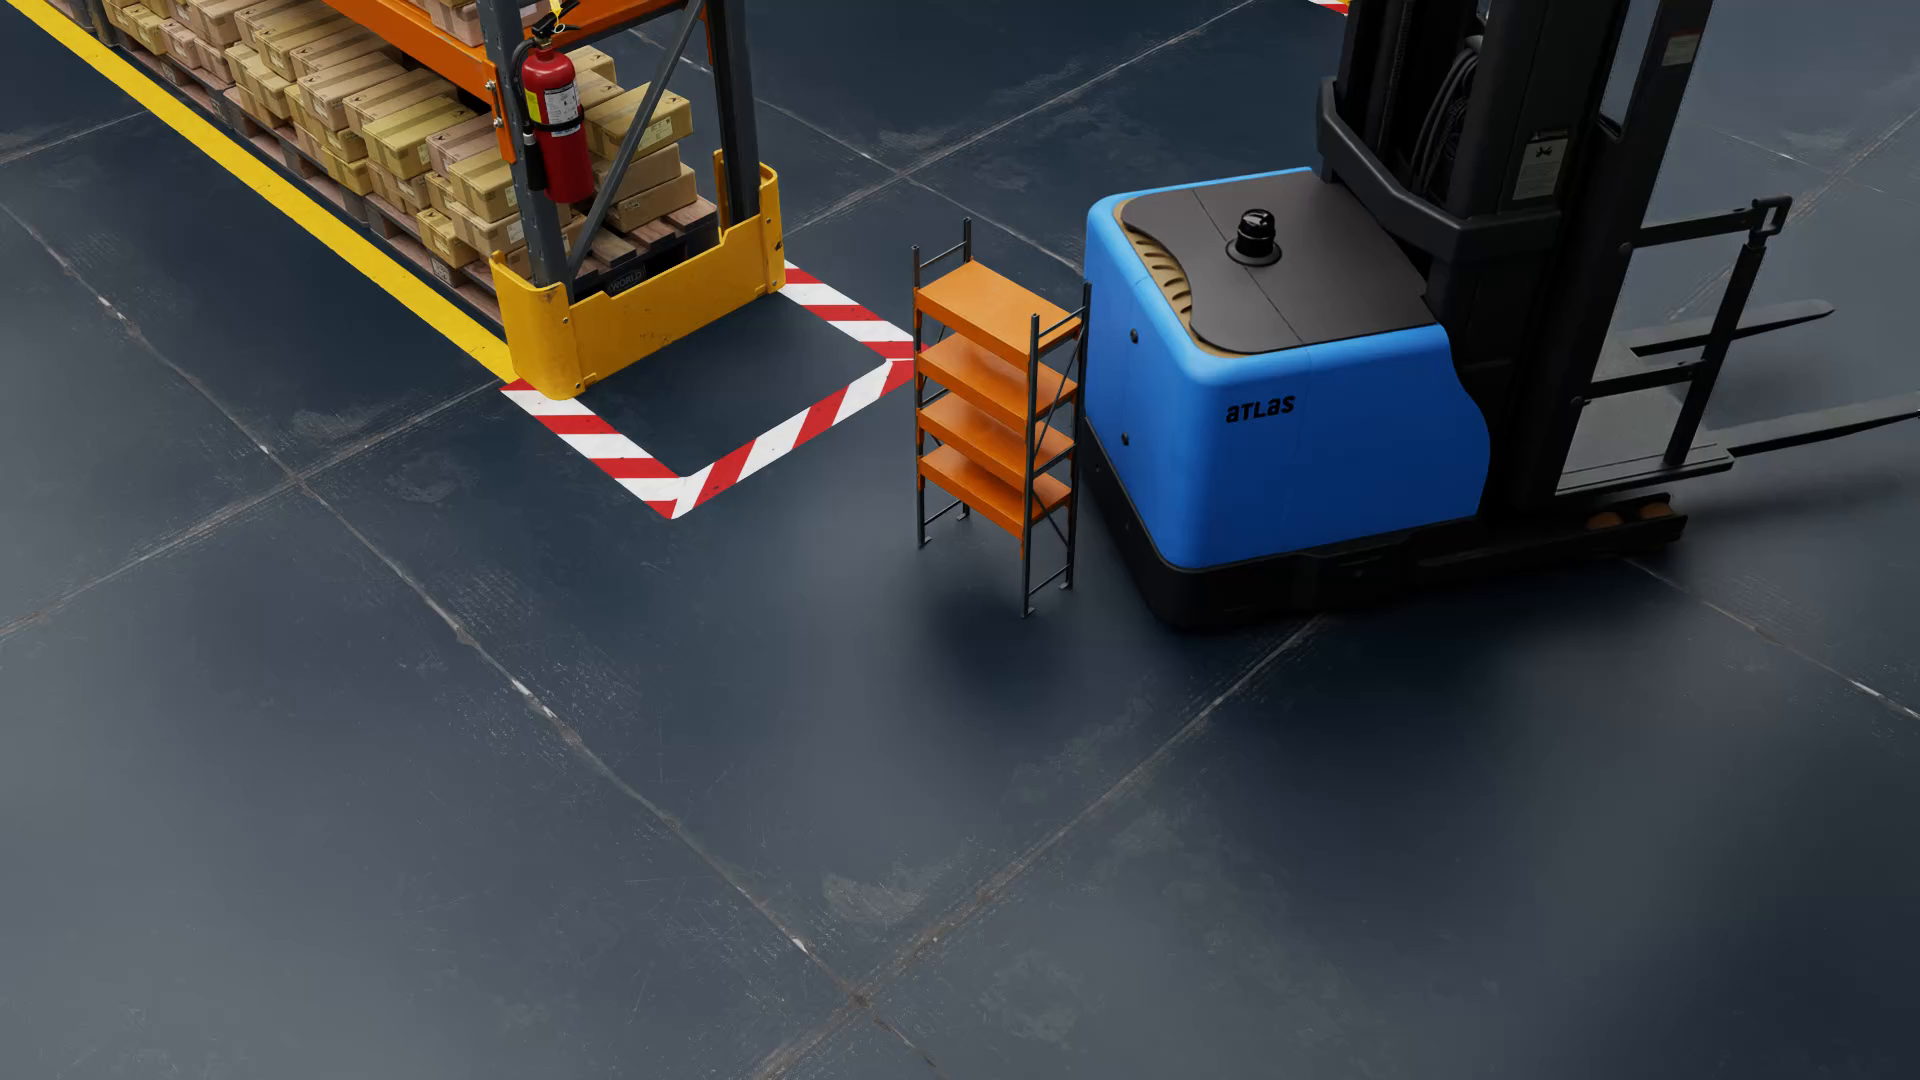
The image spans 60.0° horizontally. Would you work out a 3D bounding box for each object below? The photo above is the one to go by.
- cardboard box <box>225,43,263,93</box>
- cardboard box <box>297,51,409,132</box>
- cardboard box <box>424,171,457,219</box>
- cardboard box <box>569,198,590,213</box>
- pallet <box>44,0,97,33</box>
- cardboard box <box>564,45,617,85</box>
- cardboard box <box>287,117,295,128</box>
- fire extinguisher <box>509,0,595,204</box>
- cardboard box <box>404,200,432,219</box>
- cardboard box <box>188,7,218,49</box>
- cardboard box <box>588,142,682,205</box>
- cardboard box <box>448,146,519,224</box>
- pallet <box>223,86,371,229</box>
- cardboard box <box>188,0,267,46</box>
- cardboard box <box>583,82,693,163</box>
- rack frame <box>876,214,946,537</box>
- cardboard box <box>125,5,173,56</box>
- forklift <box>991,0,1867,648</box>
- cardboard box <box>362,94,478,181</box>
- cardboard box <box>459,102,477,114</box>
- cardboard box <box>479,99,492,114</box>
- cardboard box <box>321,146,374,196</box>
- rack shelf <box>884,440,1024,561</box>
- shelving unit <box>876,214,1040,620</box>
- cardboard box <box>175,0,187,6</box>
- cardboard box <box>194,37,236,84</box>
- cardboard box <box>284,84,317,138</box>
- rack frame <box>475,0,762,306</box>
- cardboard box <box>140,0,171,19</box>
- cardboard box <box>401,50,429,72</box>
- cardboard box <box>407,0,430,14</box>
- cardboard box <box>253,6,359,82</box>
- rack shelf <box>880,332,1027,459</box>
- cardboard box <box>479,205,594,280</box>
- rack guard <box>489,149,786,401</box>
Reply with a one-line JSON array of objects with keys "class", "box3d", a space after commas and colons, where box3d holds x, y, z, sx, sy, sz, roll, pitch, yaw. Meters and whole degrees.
[{"class": "cardboard box", "box3d": [-3.033, -2.145, 7.433, 0.250, 0.149, 0.380, 34, 52, 31]}, {"class": "cardboard box", "box3d": [-2.507, -1.866, 6.912, 0.380, 0.149, 0.250, -32, 52, -30]}, {"class": "cardboard box", "box3d": [-1.898, -1.423, 6.652, 0.250, 0.149, 0.380, 33, 52, 31]}, {"class": "cardboard box", "box3d": [-1.563, -1.538, 6.995, 0.250, 0.149, 0.380, 34, 53, 31]}, {"class": "pallet", "box3d": [-4.552, -3.210, 9.068, 1.003, 0.211, 1.213, -34, 53, -31]}, {"class": "cardboard box", "box3d": [-1.673, -1.936, 6.988, 0.250, 0.149, 0.380, 34, 53, 31]}, {"class": "cardboard box", "box3d": [-2.787, -1.945, 7.436, 0.380, 0.149, 0.250, -33, 52, -30]}, {"class": "fire extinguisher", "box3d": [-1.326, -1.431, 5.420, 0.296, 0.674, 0.183, -34, 53, -31]}, {"class": "cardboard box", "box3d": [-2.075, -1.442, 6.892, 0.250, 0.149, 0.380, 34, 52, 31]}, {"class": "cardboard box", "box3d": [-3.344, -2.440, 7.752, 0.250, 0.149, 0.380, 32, 51, 30]}, {"class": "cardboard box", "box3d": [-1.365, -1.530, 6.767, 0.380, 0.149, 0.250, -32, 51, -30]}, {"class": "cardboard box", "box3d": [-1.730, -1.397, 6.405, 0.380, 0.149, 0.250, -33, 52, -31]}, {"class": "pallet", "box3d": [-2.636, -1.944, 7.699, 1.003, 0.211, 1.213, -34, 53, -31]}, {"class": "cardboard box", "box3d": [-3.217, -2.387, 7.476, 0.380, 0.149, 0.250, -33, 52, -30]}, {"class": "cardboard box", "box3d": [-1.306, -1.679, 6.710, 0.250, 0.149, 0.380, 32, 51, 30]}, {"class": "rack frame", "box3d": [-0.148, -0.501, 5.408, 0.240, 1.200, 0.015, -24, 48, -24]}, {"class": "cardboard box", "box3d": [-3.784, -2.511, 8.048, 0.380, 0.149, 0.250, -33, 52, -30]}, {"class": "forklift", "box3d": [1.667, -1.288, 4.984, 3.031, 2.935, 1.130, -11, 44, -11]}, {"class": "cardboard box", "box3d": [-2.140, -1.609, 6.634, 0.250, 0.149, 0.380, 33, 52, 31]}, {"class": "cardboard box", "box3d": [-2.237, -1.699, 6.951, 0.250, 0.149, 0.380, 34, 52, 31]}, {"class": "cardboard box", "box3d": [-1.858, -1.939, 7.210, 0.380, 0.149, 0.250, -32, 52, -30]}, {"class": "cardboard box", "box3d": [-2.483, -1.647, 7.113, 0.250, 0.149, 0.380, 32, 51, 30]}, {"class": "rack shelf", "box3d": [-0.012, -0.168, 5.440, 0.258, 0.148, 0.480, -24, 48, -24]}, {"class": "shelving unit", "box3d": [-0.012, -0.364, 5.259, 0.258, 1.200, 0.503, -24, 48, -24]}, {"class": "cardboard box", "box3d": [-3.539, -2.663, 7.774, 0.250, 0.149, 0.380, 33, 52, 31]}, {"class": "cardboard box", "box3d": [-3.357, -2.319, 7.840, 0.250, 0.149, 0.380, 33, 52, 31]}, {"class": "cardboard box", "box3d": [-2.663, -1.896, 7.163, 0.380, 0.149, 0.250, -31, 51, -29]}, {"class": "rack frame", "box3d": [-1.177, -1.939, 5.638, 1.000, 3.000, 0.127, -34, 53, -31]}, {"class": "cardboard box", "box3d": [-3.730, -2.671, 8.002, 0.380, 0.149, 0.250, -34, 52, -31]}, {"class": "cardboard box", "box3d": [-2.334, -2.131, 7.418, 0.380, 0.149, 0.250, -31, 51, -29]}, {"class": "cardboard box", "box3d": [-1.756, -2.005, 5.895, 0.250, 0.149, 0.380, 34, 53, 31]}, {"class": "cardboard box", "box3d": [-2.819, -2.158, 7.228, 0.380, 0.149, 0.250, -34, 52, -31]}, {"class": "rack shelf", "box3d": [-0.012, -0.479, 5.153, 0.258, 0.148, 0.480, -24, 48, -24]}, {"class": "cardboard box", "box3d": [-1.696, -1.199, 6.628, 0.380, 0.149, 0.250, -33, 52, -31]}, {"class": "rack guard", "box3d": [-1.230, -1.057, 6.526, 1.175, 0.500, 0.348, -34, 53, -31]}]
